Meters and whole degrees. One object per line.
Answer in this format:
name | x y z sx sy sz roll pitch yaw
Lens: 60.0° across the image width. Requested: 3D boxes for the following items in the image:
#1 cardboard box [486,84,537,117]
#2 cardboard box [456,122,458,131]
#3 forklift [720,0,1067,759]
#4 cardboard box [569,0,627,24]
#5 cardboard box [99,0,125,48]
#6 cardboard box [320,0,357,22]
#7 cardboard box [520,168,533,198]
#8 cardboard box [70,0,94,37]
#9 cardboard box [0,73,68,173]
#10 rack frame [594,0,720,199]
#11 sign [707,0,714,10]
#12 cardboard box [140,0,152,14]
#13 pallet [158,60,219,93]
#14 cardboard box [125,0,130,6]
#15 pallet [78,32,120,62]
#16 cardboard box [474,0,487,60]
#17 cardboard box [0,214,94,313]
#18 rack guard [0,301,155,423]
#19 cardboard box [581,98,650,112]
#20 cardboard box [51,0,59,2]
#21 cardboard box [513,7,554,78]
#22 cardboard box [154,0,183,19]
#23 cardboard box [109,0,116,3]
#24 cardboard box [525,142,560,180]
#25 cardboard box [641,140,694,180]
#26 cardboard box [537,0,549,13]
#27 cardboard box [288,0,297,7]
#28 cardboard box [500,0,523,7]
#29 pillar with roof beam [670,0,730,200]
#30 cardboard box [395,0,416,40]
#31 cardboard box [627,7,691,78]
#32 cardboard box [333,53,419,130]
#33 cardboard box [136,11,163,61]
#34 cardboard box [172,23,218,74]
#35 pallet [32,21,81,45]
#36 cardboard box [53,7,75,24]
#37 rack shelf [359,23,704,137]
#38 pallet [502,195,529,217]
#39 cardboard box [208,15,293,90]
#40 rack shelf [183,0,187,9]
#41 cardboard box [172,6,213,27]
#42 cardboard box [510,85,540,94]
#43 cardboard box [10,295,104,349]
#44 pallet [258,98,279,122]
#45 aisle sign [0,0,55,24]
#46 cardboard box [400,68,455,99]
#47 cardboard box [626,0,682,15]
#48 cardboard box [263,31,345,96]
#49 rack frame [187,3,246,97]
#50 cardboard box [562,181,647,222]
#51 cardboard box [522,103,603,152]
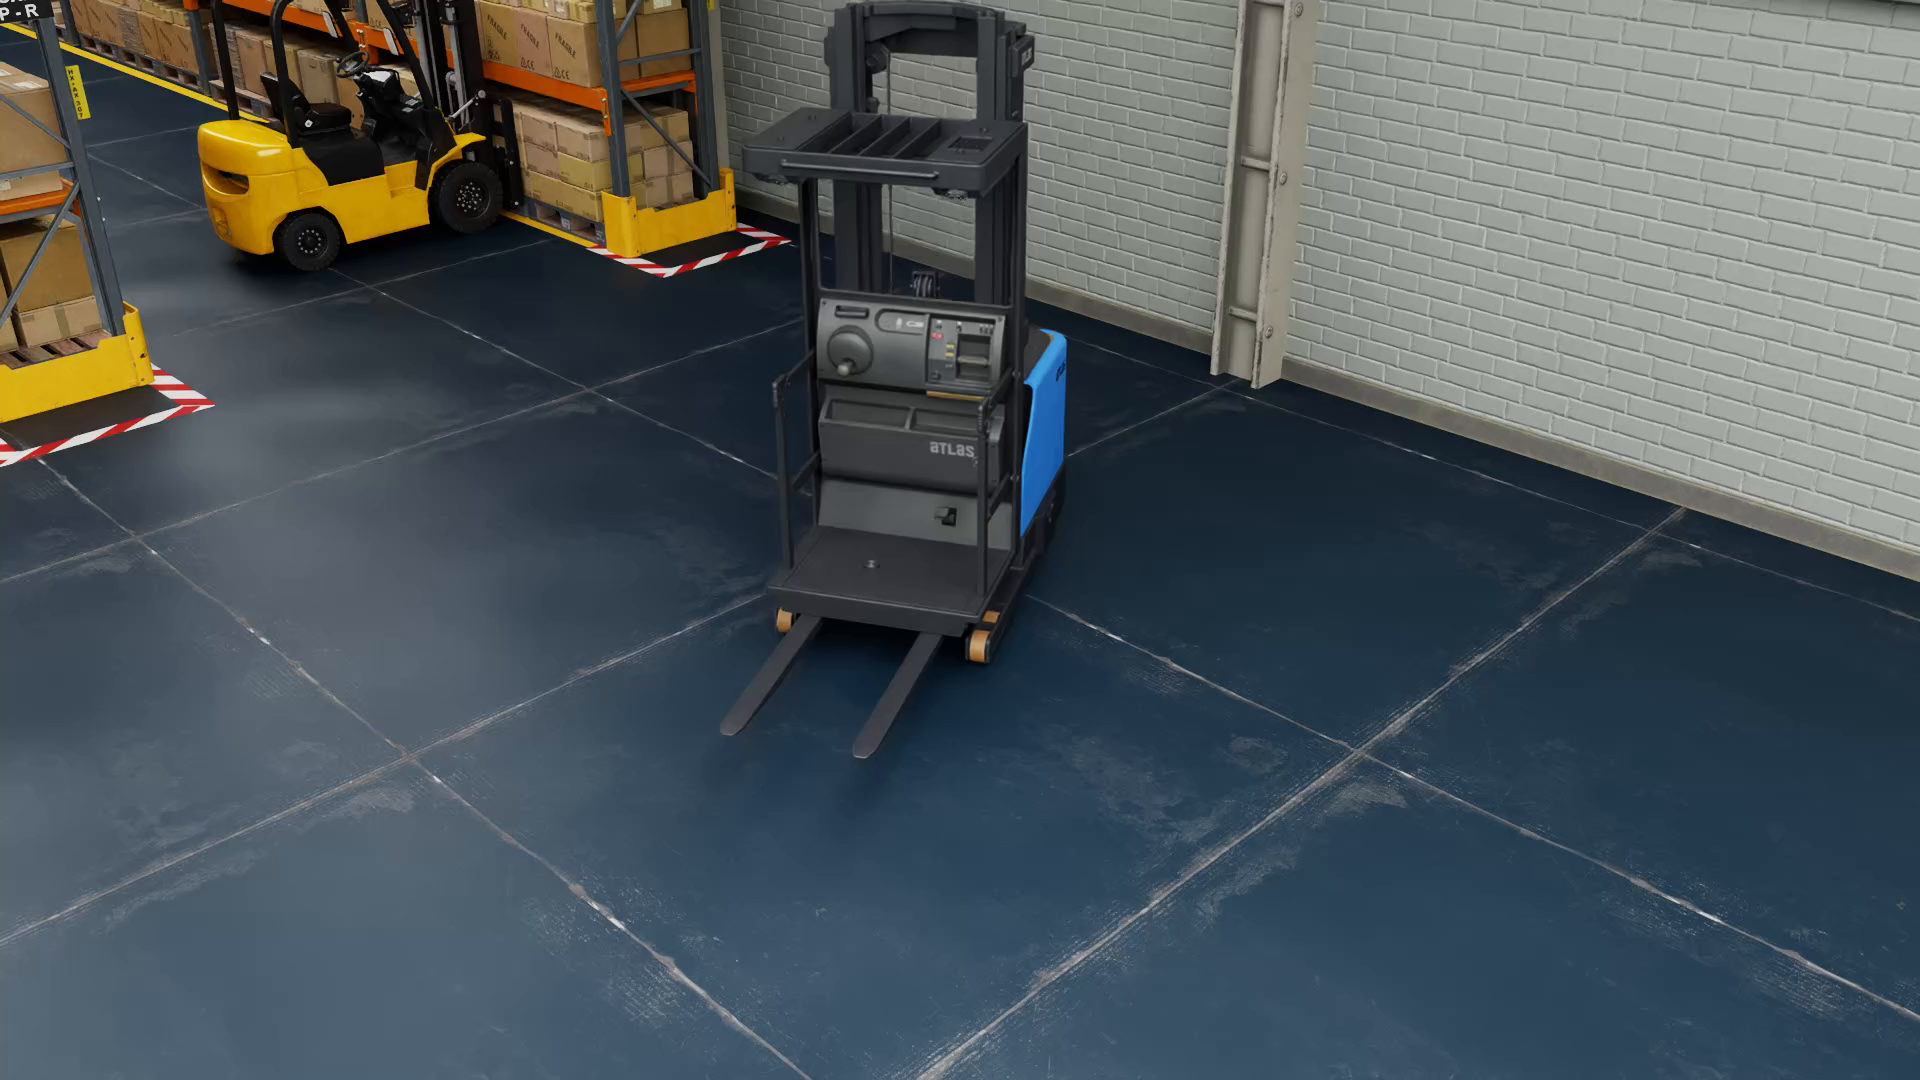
cardboard box | -4.088 -3.843 14.764 0.500 0.250 0.500 24 36 37
cardboard box | -4.463 -3.794 15.209 0.500 0.250 0.500 24 36 38
forklift | -0.298 -0.899 7.810 1.130 2.935 3.031 8 29 14
cardboard box | -2.894 -4.242 13.291 0.380 0.149 0.250 -25 36 -38
cardboard box | -10.080 -6.319 20.278 0.500 0.500 0.500 23 36 37
cardboard box | -5.845 -5.207 16.091 0.500 0.250 0.500 -24 36 -38
cardboard box | -3.705 -3.240 14.692 0.500 0.250 0.500 -25 37 -39
cardboard box | -10.820 -6.653 20.915 0.500 0.500 0.500 -23 36 -37
cardboard box | -6.071 -2.665 10.668 0.500 0.500 0.500 24 36 38
rack frame | -2.450 -3.891 13.427 0.127 3.000 1.000 25 36 38
sign | -2.056 -4.491 13.553 0.005 0.325 0.100 25 36 38
cardboard box | -9.392 -6.307 19.559 0.250 0.149 0.380 24 36 38
pallet | -8.660 -5.523 19.527 1.213 0.211 1.003 25 36 38
cardboard box | -9.750 -6.484 19.896 0.250 0.149 0.380 25 37 39
pallet | -10.400 -6.319 21.041 1.213 0.211 1.003 25 36 38
cardboard box | -4.080 -4.509 14.494 0.500 0.500 0.500 25 37 39
cardboard box | -6.326 -1.906 11.349 0.500 0.500 0.500 23 36 37
rack guard | -5.981 -1.161 10.921 0.348 0.500 1.175 25 36 38
cardboard box | -3.019 -3.684 14.462 0.500 0.250 0.500 25 36 38
cardboard box | -12.167 -7.330 22.201 0.500 0.500 0.700 23 35 37
cardboard box | -3.348 -4.181 13.871 0.500 0.500 0.500 -24 36 -38
cardboard box | -9.057 -6.124 19.212 0.250 0.149 0.380 23 36 37
cardboard box | -10.138 -6.644 20.200 0.250 0.149 0.380 24 36 38
cardboard box | -3.366 -3.303 14.275 0.500 0.250 0.500 24 36 38
cardboard box | -2.640 -3.303 14.275 0.500 0.250 0.500 -25 36 -38
cardboard box | -3.239 -4.421 13.630 0.380 0.149 0.250 -24 36 -38
cardboard box | -6.540 -5.542 16.727 0.500 0.250 0.500 25 37 39
cardboard box | -3.631 -4.577 13.927 0.250 0.149 0.380 23 36 37
pillar with roof beam | -5.333 -5.644 10.314 0.400 9.000 9.100 25 36 38
cardboard box | -4.786 -4.845 15.133 0.500 0.500 0.500 -25 36 -38
cardboard box | -2.608 -4.189 13.886 0.500 0.500 0.500 -24 36 -38
cardboard box | -5.682 -4.497 16.681 0.875 0.625 0.625 -23 36 -37
cardboard box | -9.331 -5.984 19.642 0.500 0.500 0.500 -23 36 -37
cardboard box | -8.607 -5.647 19.002 0.500 0.500 0.500 -24 36 -38
pallet | -11.496 -6.797 21.949 1.213 0.211 1.003 25 36 38
cardboard box | -11.610 -6.815 21.599 0.250 0.149 0.380 23 36 37
rack shelf | -3.876 -4.225 14.835 4.000 0.370 1.077 25 36 38
pallet | -3.890 -3.290 15.281 1.213 0.211 1.003 25 36 38
cardboard box | -7.719 -5.428 18.450 0.875 0.625 0.625 -24 36 -38
rack shelf | -9.581 -6.835 19.800 4.000 0.370 1.077 25 36 38
cardboard box | -8.684 -5.945 18.871 0.250 0.149 0.380 23 35 36
cardboard box | -3.728 -4.020 15.101 0.500 0.250 0.500 24 36 37
cardboard box | -6.309 -1.566 11.509 0.500 0.250 0.500 24 36 38
pallet | -6.729 -4.588 17.748 1.213 0.211 1.003 25 36 38
aisle sign | -5.666 -3.476 9.844 0.004 0.787 0.394 25 36 38
cardboard box | -4.820 -4.175 15.397 0.500 0.250 0.500 25 36 38
cardboard box | -2.510 -4.419 13.627 0.250 0.149 0.380 23 36 37
cardboard box | -6.768 -4.998 17.632 0.625 0.625 0.875 23 35 36
rack frame | -8.154 -6.501 18.391 0.127 3.000 1.000 25 36 38
cardboard box | -3.006 -2.908 14.061 0.500 0.250 0.500 25 37 39
cardboard box | -3.365 -3.514 14.138 0.500 0.250 0.500 -25 36 -38
